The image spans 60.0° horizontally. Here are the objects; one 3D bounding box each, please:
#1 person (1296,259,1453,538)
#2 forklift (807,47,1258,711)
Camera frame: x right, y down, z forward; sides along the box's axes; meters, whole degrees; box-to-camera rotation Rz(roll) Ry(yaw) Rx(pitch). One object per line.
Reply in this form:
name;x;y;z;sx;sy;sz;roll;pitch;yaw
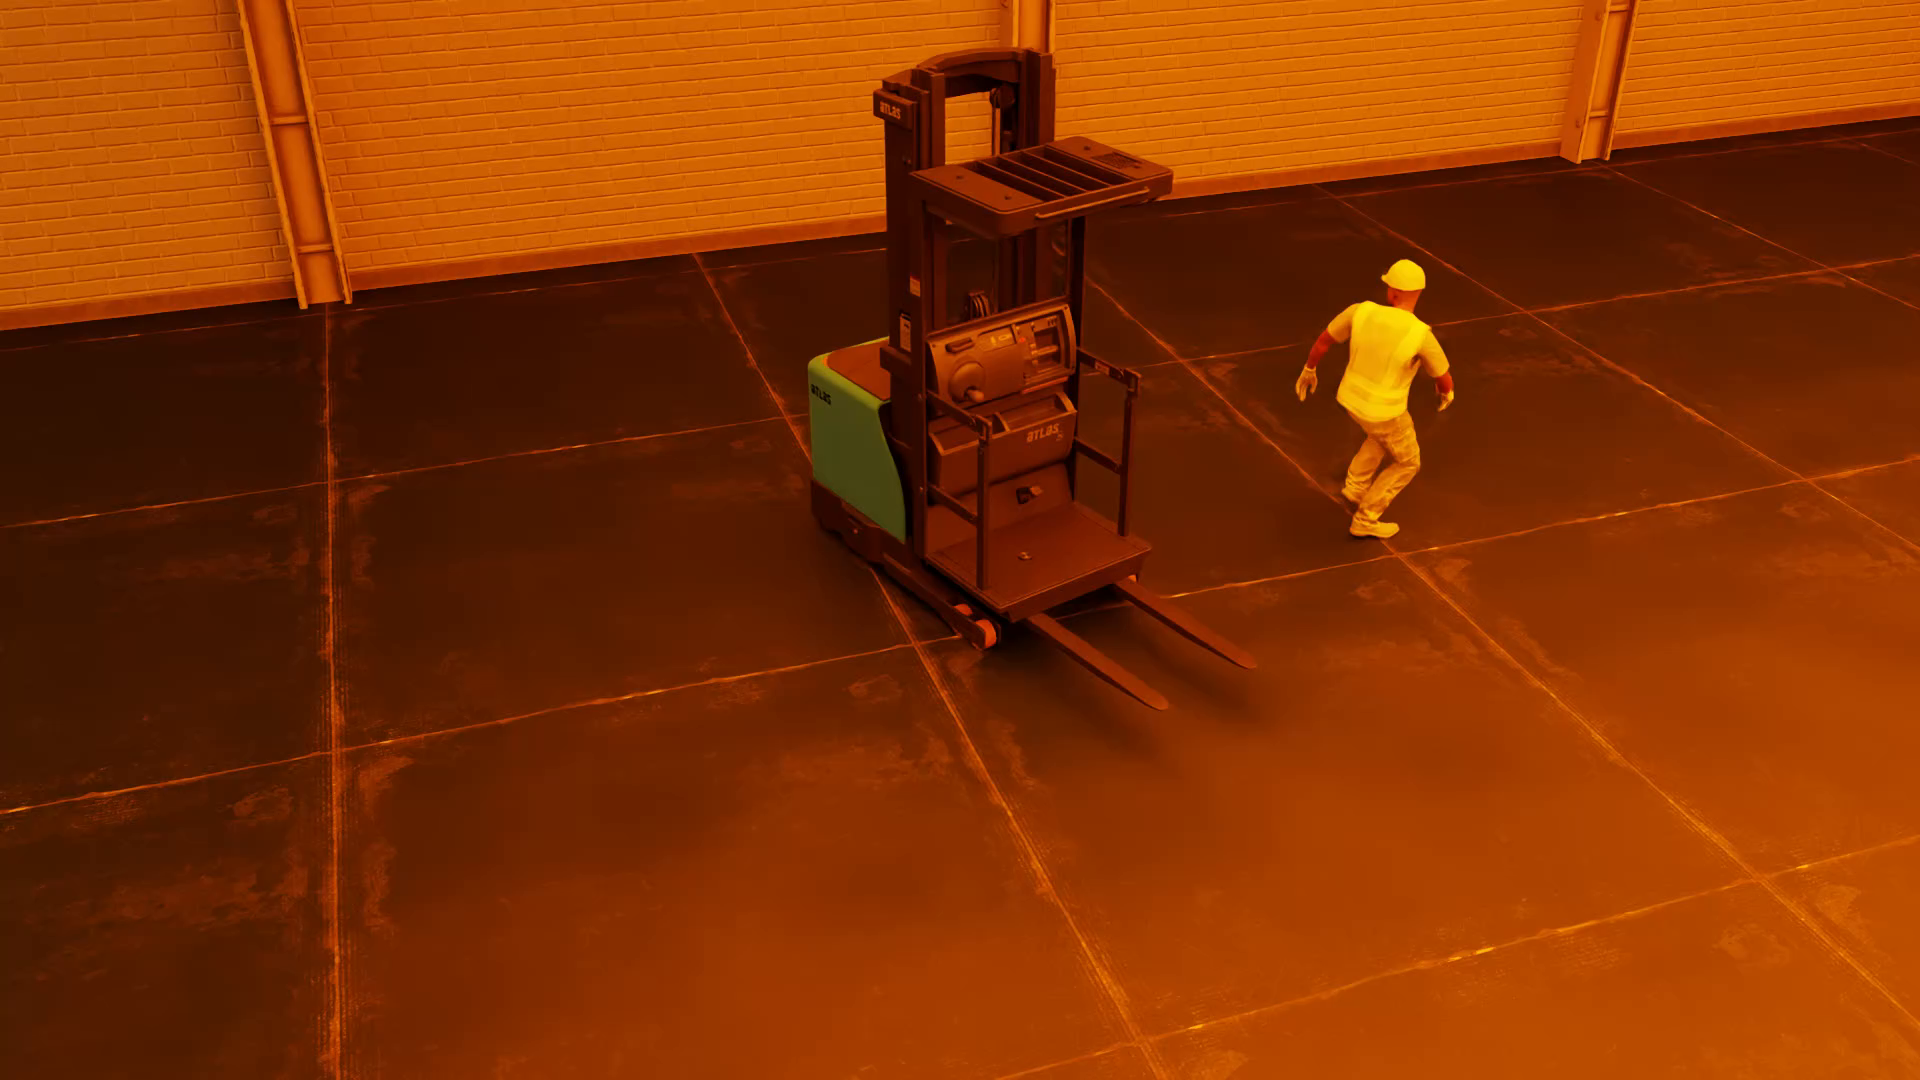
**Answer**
person;2.479;-0.817;9.764;0.758;1.725;0.740;-15;33;-25
forklift;0.362;-0.951;8.741;1.130;2.935;3.031;-20;35;-31
